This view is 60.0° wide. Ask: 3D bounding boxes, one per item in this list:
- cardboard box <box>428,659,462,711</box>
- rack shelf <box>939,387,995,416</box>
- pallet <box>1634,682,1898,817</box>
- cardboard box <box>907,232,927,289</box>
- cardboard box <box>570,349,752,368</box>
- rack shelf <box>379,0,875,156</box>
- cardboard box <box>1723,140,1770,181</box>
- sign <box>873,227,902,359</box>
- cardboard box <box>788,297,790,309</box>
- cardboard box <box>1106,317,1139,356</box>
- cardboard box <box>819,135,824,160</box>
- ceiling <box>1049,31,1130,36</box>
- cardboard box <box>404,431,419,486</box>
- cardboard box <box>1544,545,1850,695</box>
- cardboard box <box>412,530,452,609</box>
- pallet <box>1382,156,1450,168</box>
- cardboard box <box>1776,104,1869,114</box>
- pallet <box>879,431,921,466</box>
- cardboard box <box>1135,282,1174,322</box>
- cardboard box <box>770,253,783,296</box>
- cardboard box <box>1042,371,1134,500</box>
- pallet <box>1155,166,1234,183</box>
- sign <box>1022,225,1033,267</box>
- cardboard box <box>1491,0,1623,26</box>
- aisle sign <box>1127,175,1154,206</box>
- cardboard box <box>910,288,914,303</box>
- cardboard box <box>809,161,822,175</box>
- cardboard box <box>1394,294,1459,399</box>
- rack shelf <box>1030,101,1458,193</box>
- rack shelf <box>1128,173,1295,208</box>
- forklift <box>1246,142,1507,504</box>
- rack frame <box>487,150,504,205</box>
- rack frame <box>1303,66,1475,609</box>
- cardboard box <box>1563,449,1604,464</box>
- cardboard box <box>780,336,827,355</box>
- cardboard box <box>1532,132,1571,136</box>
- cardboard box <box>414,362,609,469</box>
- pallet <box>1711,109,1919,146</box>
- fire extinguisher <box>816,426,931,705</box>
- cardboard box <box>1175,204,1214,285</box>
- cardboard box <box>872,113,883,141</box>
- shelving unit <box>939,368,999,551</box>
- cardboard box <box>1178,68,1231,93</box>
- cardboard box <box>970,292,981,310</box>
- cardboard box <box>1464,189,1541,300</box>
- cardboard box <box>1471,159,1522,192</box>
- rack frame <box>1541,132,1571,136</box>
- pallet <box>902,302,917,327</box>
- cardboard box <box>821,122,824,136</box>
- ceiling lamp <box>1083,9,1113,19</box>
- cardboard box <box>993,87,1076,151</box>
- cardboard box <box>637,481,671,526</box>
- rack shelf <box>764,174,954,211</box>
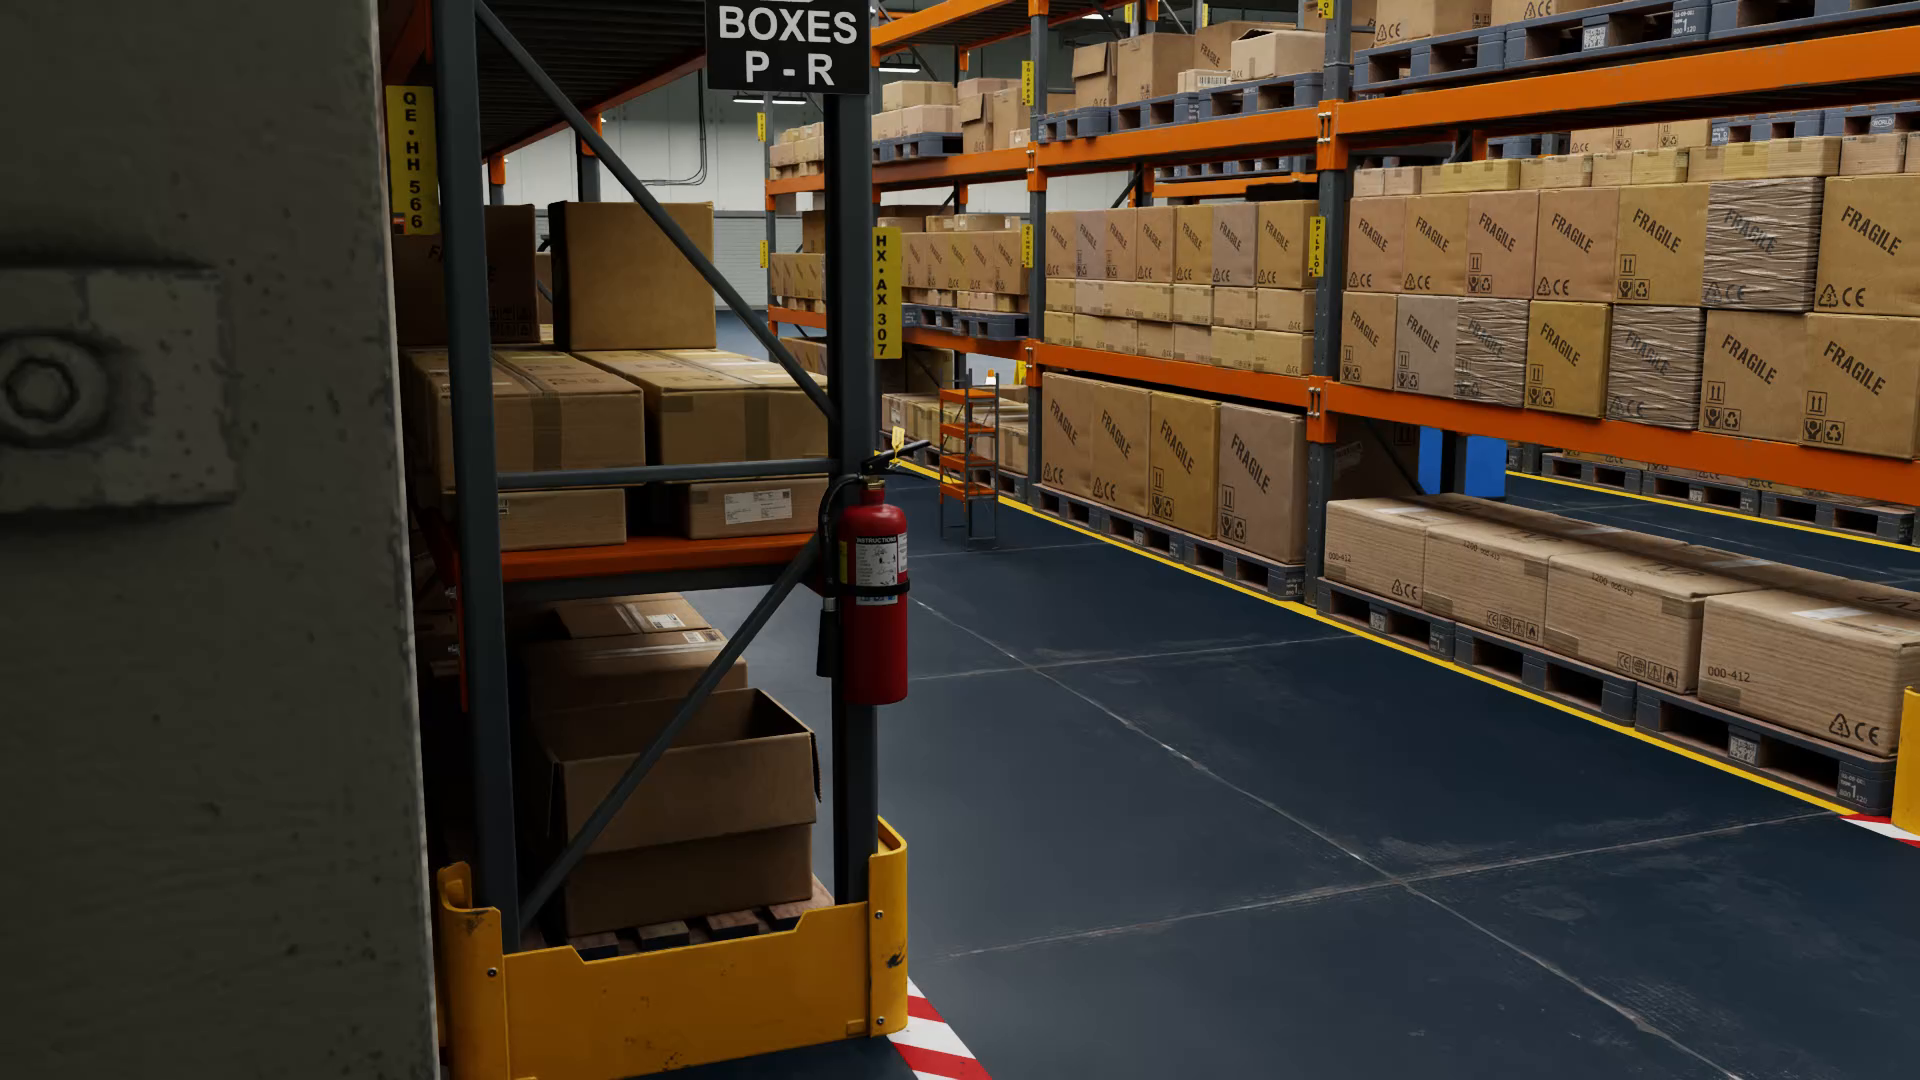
[{"bbox_3d":[-1.973,0.582,6.829,0.380,0.149,0.250,-4,11,-22],"label":"cardboard box"},{"bbox_3d":[0.060,-0.951,11.400,0.258,0.148,0.480,-4,11,-21],"label":"rack shelf"},{"bbox_3d":[3.562,0.777,6.758,1.003,0.211,1.213,-4,11,-21],"label":"pallet"},{"bbox_3d":[-0.172,-2.574,15.297,0.500,0.500,0.500,-4,11,-21],"label":"cardboard box"},{"bbox_3d":[-0.983,-0.484,5.460,0.500,0.250,0.500,-4,11,-22],"label":"cardboard box"},{"bbox_3d":[-1.425,-1.604,5.669,1.077,0.370,4.000,-4,11,-21],"label":"rack shelf"},{"bbox_3d":[3.269,-1.498,6.590,0.380,0.149,0.250,-4,11,-20],"label":"cardboard box"},{"bbox_3d":[-0.194,-0.616,4.152,0.100,0.325,0.005,-4,11,-21],"label":"sign"},{"bbox_3d":[-1.817,-2.801,19.627,0.380,0.149,0.250,-4,11,-23],"label":"cardboard box"},{"bbox_3d":[1.356,-1.438,11.675,0.500,0.250,0.500,-4,11,-19],"label":"cardboard box"},{"bbox_3d":[-1.190,-4.201,17.789,0.500,0.250,0.500,-4,11,-22],"label":"cardboard box"},{"bbox_3d":[2.535,-17.398,58.142,6.000,0.001,6.000,-4,11,-21],"label":"ceiling"},{"bbox_3d":[-1.604,-0.275,5.425,0.380,0.149,0.250,-4,11,-20],"label":"cardboard box"},{"bbox_3d":[3.253,0.334,7.402,0.875,0.438,0.875,-4,11,-19],"label":"cardboard box"},{"bbox_3d":[-2.603,0.154,8.231,0.500,0.500,0.500,-4,11,-21],"label":"cardboard box"},{"bbox_3d":[4.912,-3.775,16.359,1.003,0.211,1.213,-3,11,-18],"label":"pallet"},{"bbox_3d":[6.615,-3.449,12.493,0.797,0.503,0.637,-4,11,-22],"label":"cardboard box"},{"bbox_3d":[-0.140,-0.930,16.350,1.003,0.211,1.213,-4,11,-21],"label":"pallet"},{"bbox_3d":[1.506,-1.600,11.159,0.500,0.250,0.500,-4,11,-20],"label":"cardboard box"},{"bbox_3d":[-1.960,-3.183,19.922,0.500,0.500,0.500,-4,11,-22],"label":"cardboard box"},{"bbox_3d":[1.199,-0.819,12.635,0.875,0.875,0.875,-4,11,-21],"label":"cardboard box"},{"bbox_3d":[2.983,-4.726,21.417,1.003,0.211,1.213,-4,11,-21],"label":"pallet"},{"bbox_3d":[0.524,-2.272,12.852,0.100,0.325,0.005,-4,11,-21],"label":"sign"},{"bbox_3d":[2.994,-2.689,7.935,0.797,0.503,0.637,-3,11,-16],"label":"cardboard box"},{"bbox_3d":[2.399,-4.686,22.079,0.394,0.787,0.004,-4,11,-21],"label":"aisle sign"},{"bbox_3d":[-0.261,-2.320,15.720,0.380,0.149,0.250,-3,11,-17],"label":"cardboard box"},{"bbox_3d":[-1.450,-4.110,18.417,0.380,0.149,0.250,-4,11,-22],"label":"cardboard box"},{"bbox_3d":[2.580,-0.997,8.482,0.500,0.500,0.500,-4,11,-21],"label":"cardboard box"},{"bbox_3d":[1.751,-2.573,11.114,1.077,0.370,4.000,-4,11,-21],"label":"rack shelf"},{"bbox_3d":[3.429,-4.209,20.314,1.077,0.370,4.000,-4,11,-21],"label":"rack shelf"},{"bbox_3d":[2.840,-1.656,12.664,1.130,2.935,3.031,-4,11,-21],"label":"forklift"},{"bbox_3d":[-3.599,-1.461,11.375,1.000,3.000,0.127,-4,11,-21],"label":"rack frame"},{"bbox_3d":[2.476,-1.124,9.478,1.000,3.000,0.127,-4,11,-21],"label":"rack frame"},{"bbox_3d":[5.622,-0.952,14.450,0.500,0.500,0.500,-4,11,-23],"label":"cardboard box"},{"bbox_3d":[-1.829,-2.152,19.768,0.500,0.500,0.500,-4,11,-23],"label":"cardboard box"},{"bbox_3d":[5.546,-3.928,15.450,0.500,0.311,0.500,-4,11,-21],"label":"cardboard box"},{"bbox_3d":[-1.300,-0.370,4.822,0.500,0.250,0.500,-4,11,-21],"label":"cardboard box"},{"bbox_3d":[6.549,-3.115,12.646,1.213,0.211,1.003,-4,11,-21],"label":"pallet"},{"bbox_3d":[-0.216,0.061,4.103,0.296,0.674,0.183,-4,11,-21],"label":"fire extinguisher"},{"bbox_3d":[1.720,-1.890,10.647,0.500,0.500,0.500,-4,11,-19],"label":"cardboard box"},{"bbox_3d":[-0.585,-3.918,15.854,0.500,0.250,0.500,-4,11,-22],"label":"cardboard box"},{"bbox_3d":[0.060,-0.564,11.469,0.258,1.200,0.503,-4,11,-21],"label":"shelving unit"},{"bbox_3d":[1.651,-2.991,10.881,0.380,0.166,0.250,-3,11,-16],"label":"cardboard box"},{"bbox_3d":[0.307,-2.017,14.020,0.380,0.149,0.250,-4,11,-24],"label":"cardboard box"},{"bbox_3d":[2.775,-1.405,7.919,0.500,0.500,0.500,-4,11,-20],"label":"cardboard box"},{"bbox_3d":[2.690,-1.747,7.990,0.380,0.149,0.250,-4,11,-23],"label":"cardboard box"},{"bbox_3d":[5.603,-5.061,14.482,1.000,3.000,0.127,-4,11,-21],"label":"rack frame"},{"bbox_3d":[-0.282,-2.201,16.083,1.003,0.211,1.213,-4,11,-21],"label":"pallet"},{"bbox_3d":[-1.275,-4.421,17.889,0.380,0.149,0.250,-4,11,-20],"label":"cardboard box"},{"bbox_3d":[1.520,-10.414,27.910,2.000,3.185,0.800,-4,11,-21],"label":"ceiling lamp"},{"bbox_3d":[0.692,-3.458,13.751,0.700,0.500,0.500,-4,11,-21],"label":"cardboard box"},{"bbox_3d":[-0.698,-0.141,4.672,0.380,0.149,0.250,-4,11,-19],"label":"cardboard box"},{"bbox_3d":[-1.148,-3.879,18.455,1.077,0.370,4.000,-4,11,-21],"label":"rack shelf"}]
